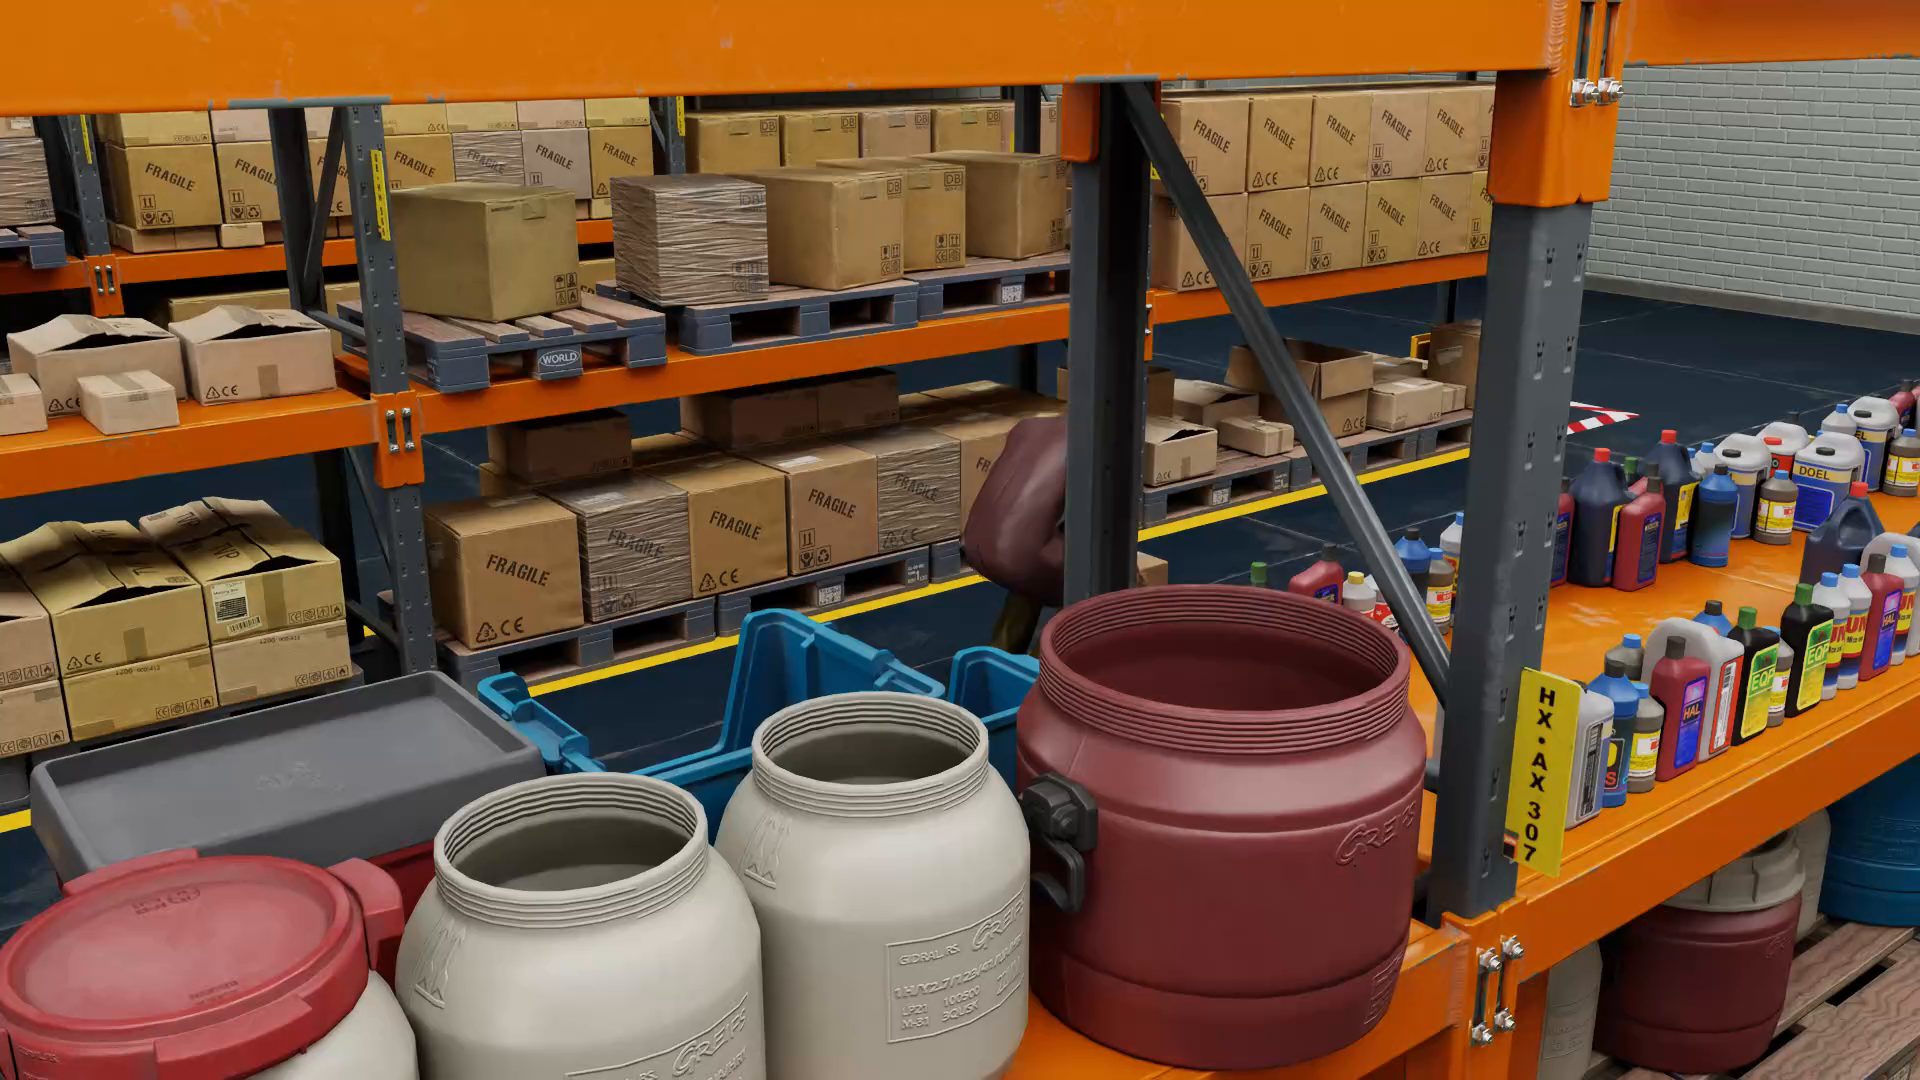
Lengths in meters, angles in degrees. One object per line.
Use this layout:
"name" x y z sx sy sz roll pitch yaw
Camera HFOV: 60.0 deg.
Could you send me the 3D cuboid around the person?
"person" 0.353 0.003 6.962 0.797 1.242 0.630 -13 22 -36
